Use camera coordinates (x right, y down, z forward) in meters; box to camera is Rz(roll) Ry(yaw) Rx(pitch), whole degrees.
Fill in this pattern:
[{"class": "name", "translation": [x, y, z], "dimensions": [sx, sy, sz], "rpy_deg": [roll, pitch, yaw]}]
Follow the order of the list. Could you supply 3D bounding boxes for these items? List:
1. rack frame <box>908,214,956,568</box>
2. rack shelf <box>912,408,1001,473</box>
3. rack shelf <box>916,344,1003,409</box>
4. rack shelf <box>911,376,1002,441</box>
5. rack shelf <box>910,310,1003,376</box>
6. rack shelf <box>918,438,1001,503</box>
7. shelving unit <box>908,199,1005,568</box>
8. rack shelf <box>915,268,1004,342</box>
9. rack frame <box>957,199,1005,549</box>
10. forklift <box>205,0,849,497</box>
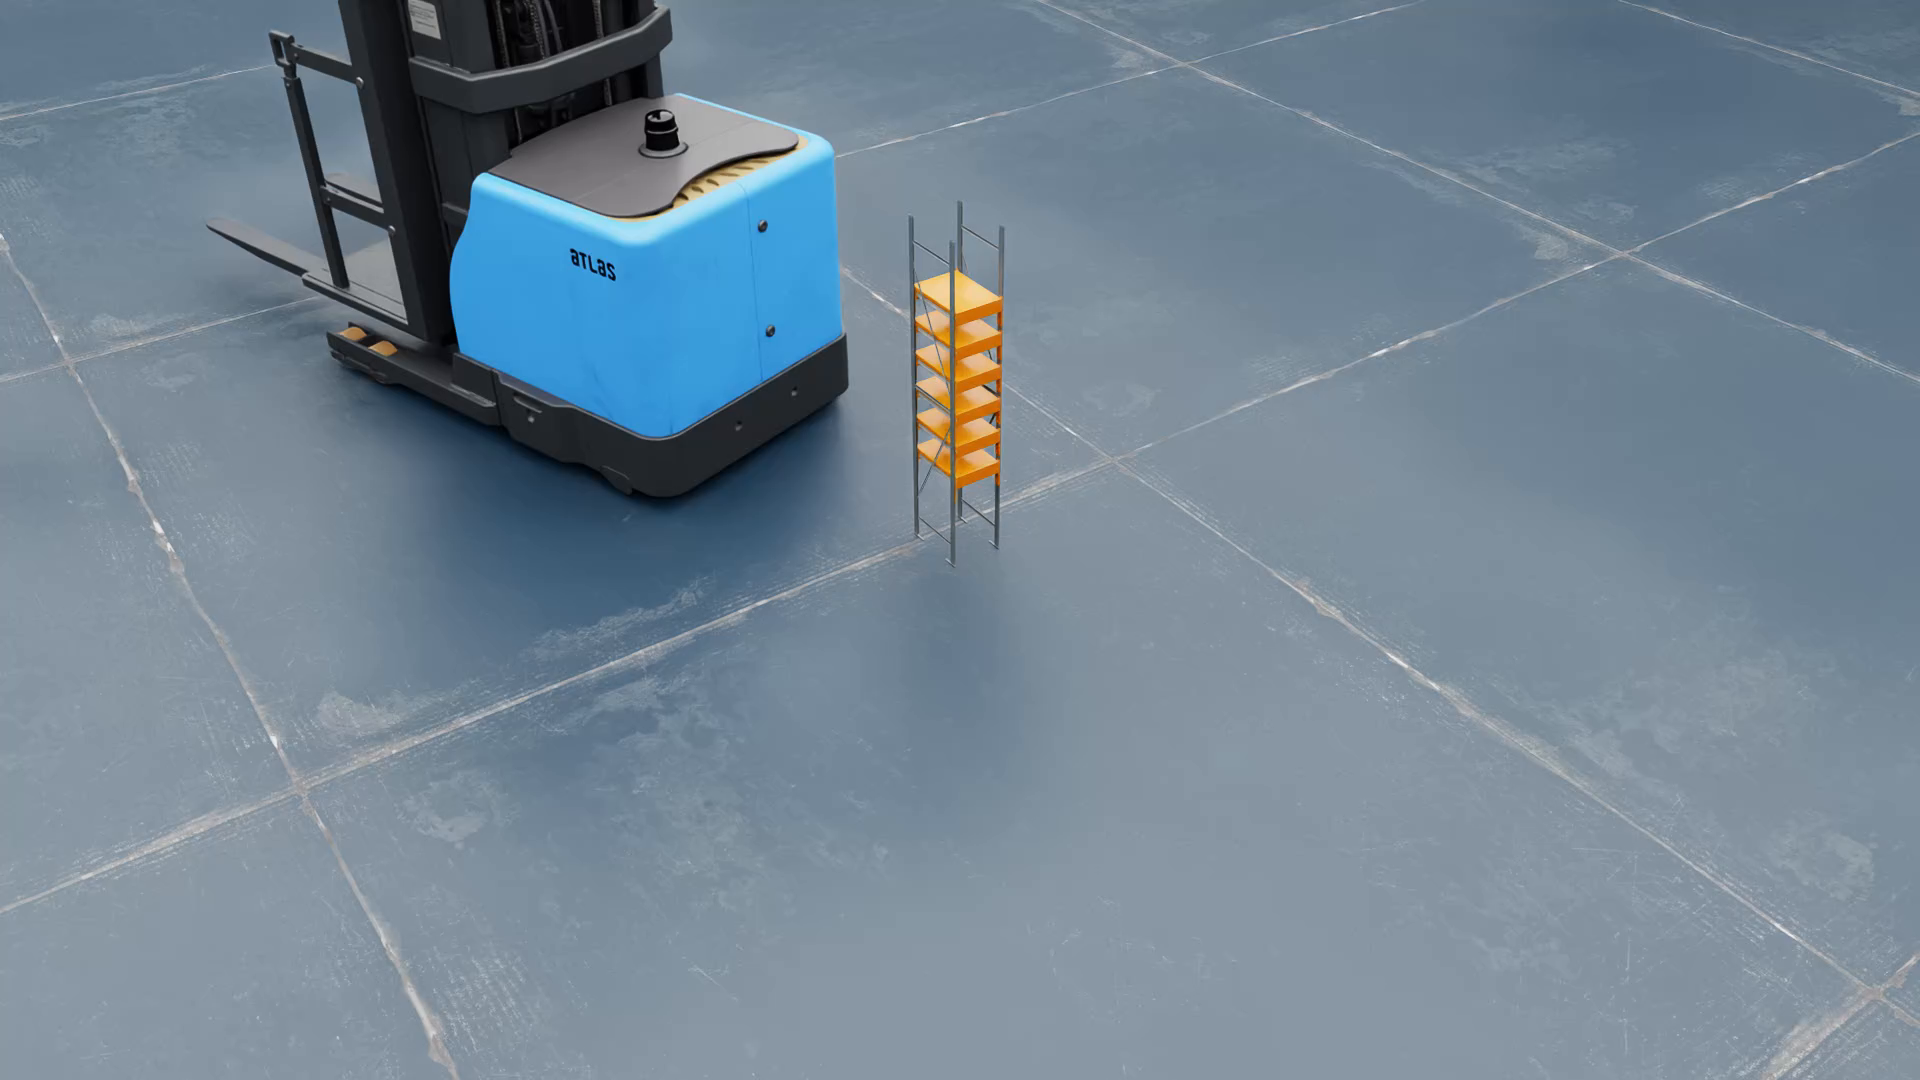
[{"class": "rack frame", "translation": [-0.087, -0.451, 5.350], "dimensions": [0.006, 1.200, 0.240], "rpy_deg": [-22, 41, -28]}, {"class": "rack shelf", "translation": [-0.012, -0.349, 5.489], "dimensions": [0.180, 0.103, 0.258], "rpy_deg": [-22, 41, -28]}, {"class": "rack shelf", "translation": [-0.012, -0.544, 5.349], "dimensions": [0.180, 0.103, 0.258], "rpy_deg": [-22, 41, -28]}, {"class": "rack shelf", "translation": [-0.012, -0.446, 5.419], "dimensions": [0.180, 0.103, 0.258], "rpy_deg": [-22, 41, -28]}, {"class": "rack shelf", "translation": [-0.012, -0.641, 5.279], "dimensions": [0.180, 0.103, 0.258], "rpy_deg": [-22, 41, -28]}, {"class": "rack shelf", "translation": [-0.012, -0.251, 5.559], "dimensions": [0.180, 0.103, 0.258], "rpy_deg": [-22, 41, -28]}, {"class": "shelving unit", "translation": [-0.012, -0.482, 5.393], "dimensions": [0.189, 1.200, 0.258], "rpy_deg": [-22, 41, -28]}, {"class": "rack shelf", "translation": [-0.012, -0.738, 5.209], "dimensions": [0.180, 0.103, 0.258], "rpy_deg": [-22, 41, -28]}, {"class": "rack frame", "translation": [0.063, -0.513, 5.436], "dimensions": [0.006, 1.200, 0.240], "rpy_deg": [-22, 41, -28]}, {"class": "forklift", "translation": [-1.915, -2.032, 6.065], "dimensions": [3.031, 2.935, 1.130], "rpy_deg": [24, 42, 29]}]
